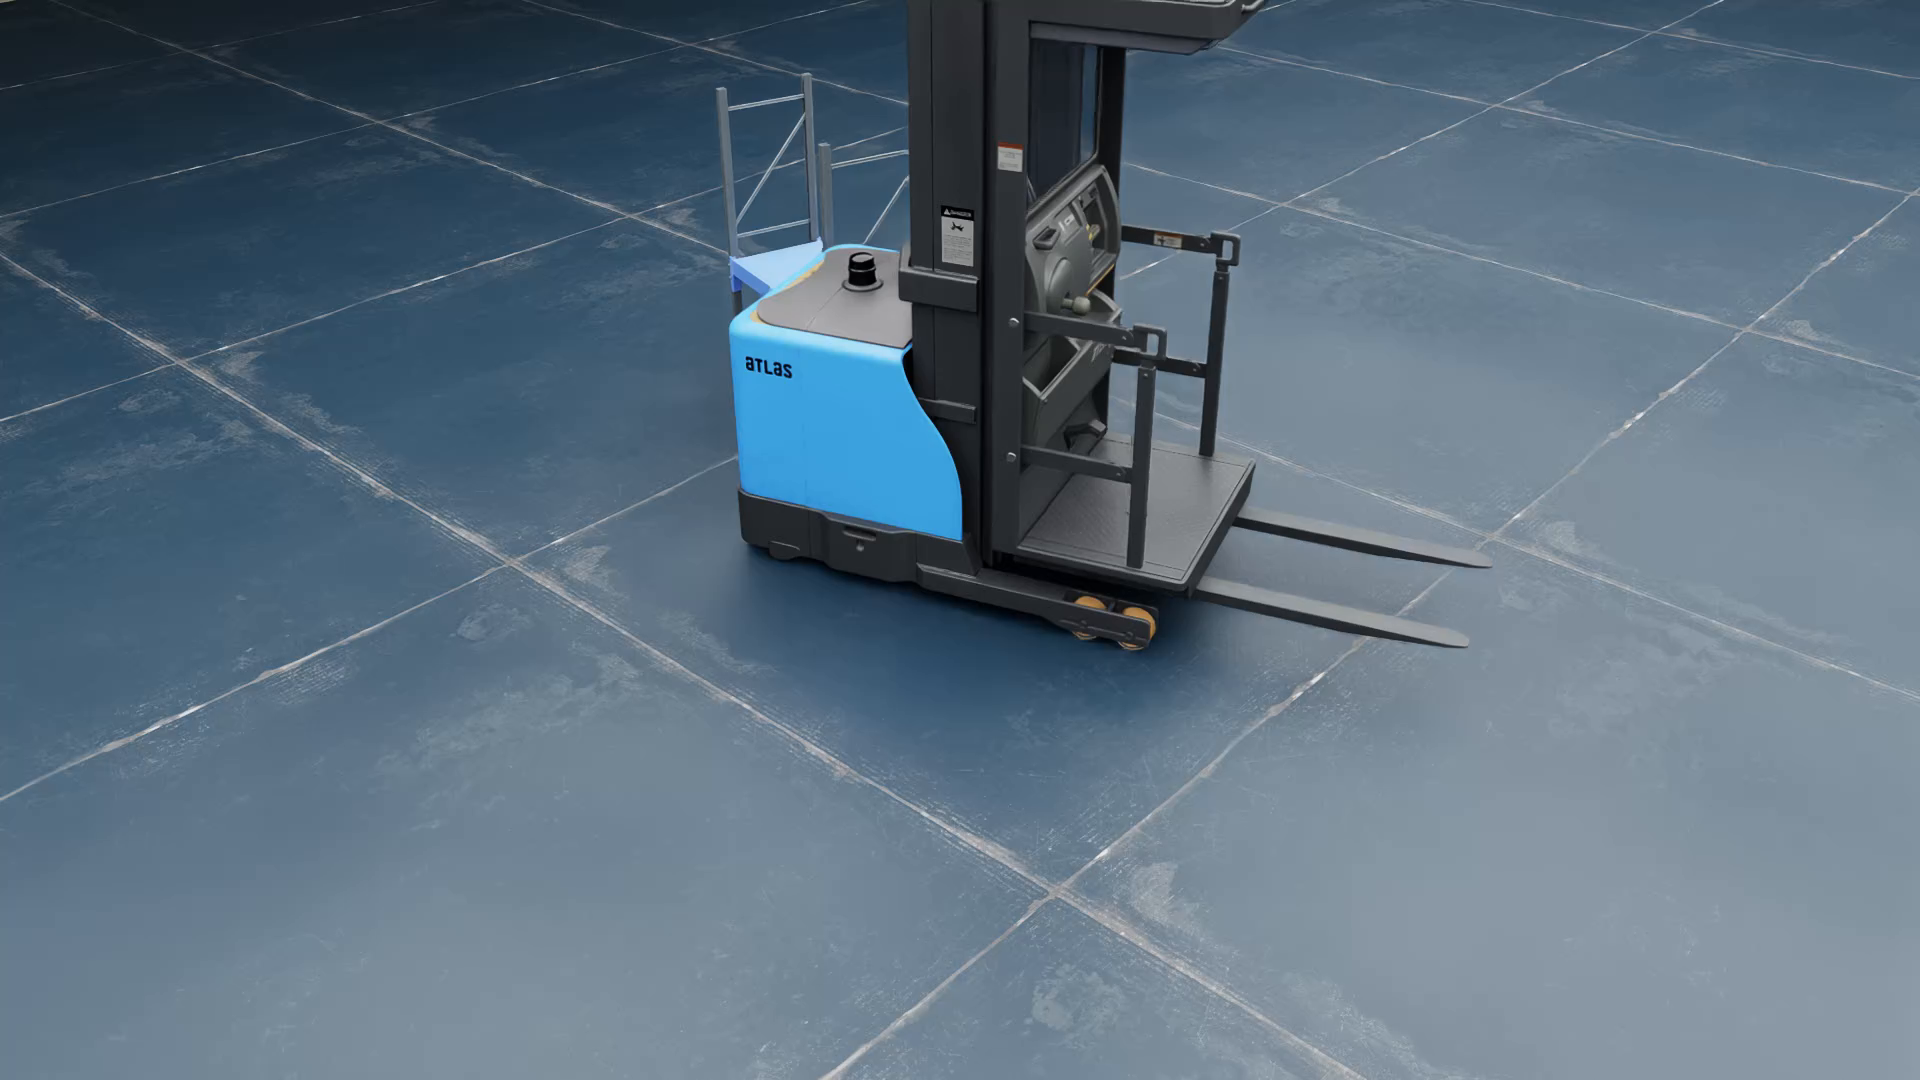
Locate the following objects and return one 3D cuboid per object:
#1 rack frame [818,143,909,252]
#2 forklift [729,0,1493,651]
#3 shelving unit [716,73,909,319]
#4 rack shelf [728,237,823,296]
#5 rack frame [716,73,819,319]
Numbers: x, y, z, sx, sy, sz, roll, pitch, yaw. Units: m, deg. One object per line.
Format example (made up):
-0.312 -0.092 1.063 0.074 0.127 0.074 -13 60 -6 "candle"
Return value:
-0.394 -1.129 7.671 0.500 1.500 0.032 -18 36 -28 "rack frame"
0.622 -1.135 6.293 3.031 2.935 1.130 13 33 20 "forklift"
-0.669 -1.349 8.037 0.538 1.500 1.048 -18 36 -28 "shelving unit"
-0.669 -1.195 8.130 0.538 0.185 1.000 -18 36 -28 "rack shelf"
-0.944 -1.570 8.403 0.500 1.500 0.032 -18 36 -28 "rack frame"
